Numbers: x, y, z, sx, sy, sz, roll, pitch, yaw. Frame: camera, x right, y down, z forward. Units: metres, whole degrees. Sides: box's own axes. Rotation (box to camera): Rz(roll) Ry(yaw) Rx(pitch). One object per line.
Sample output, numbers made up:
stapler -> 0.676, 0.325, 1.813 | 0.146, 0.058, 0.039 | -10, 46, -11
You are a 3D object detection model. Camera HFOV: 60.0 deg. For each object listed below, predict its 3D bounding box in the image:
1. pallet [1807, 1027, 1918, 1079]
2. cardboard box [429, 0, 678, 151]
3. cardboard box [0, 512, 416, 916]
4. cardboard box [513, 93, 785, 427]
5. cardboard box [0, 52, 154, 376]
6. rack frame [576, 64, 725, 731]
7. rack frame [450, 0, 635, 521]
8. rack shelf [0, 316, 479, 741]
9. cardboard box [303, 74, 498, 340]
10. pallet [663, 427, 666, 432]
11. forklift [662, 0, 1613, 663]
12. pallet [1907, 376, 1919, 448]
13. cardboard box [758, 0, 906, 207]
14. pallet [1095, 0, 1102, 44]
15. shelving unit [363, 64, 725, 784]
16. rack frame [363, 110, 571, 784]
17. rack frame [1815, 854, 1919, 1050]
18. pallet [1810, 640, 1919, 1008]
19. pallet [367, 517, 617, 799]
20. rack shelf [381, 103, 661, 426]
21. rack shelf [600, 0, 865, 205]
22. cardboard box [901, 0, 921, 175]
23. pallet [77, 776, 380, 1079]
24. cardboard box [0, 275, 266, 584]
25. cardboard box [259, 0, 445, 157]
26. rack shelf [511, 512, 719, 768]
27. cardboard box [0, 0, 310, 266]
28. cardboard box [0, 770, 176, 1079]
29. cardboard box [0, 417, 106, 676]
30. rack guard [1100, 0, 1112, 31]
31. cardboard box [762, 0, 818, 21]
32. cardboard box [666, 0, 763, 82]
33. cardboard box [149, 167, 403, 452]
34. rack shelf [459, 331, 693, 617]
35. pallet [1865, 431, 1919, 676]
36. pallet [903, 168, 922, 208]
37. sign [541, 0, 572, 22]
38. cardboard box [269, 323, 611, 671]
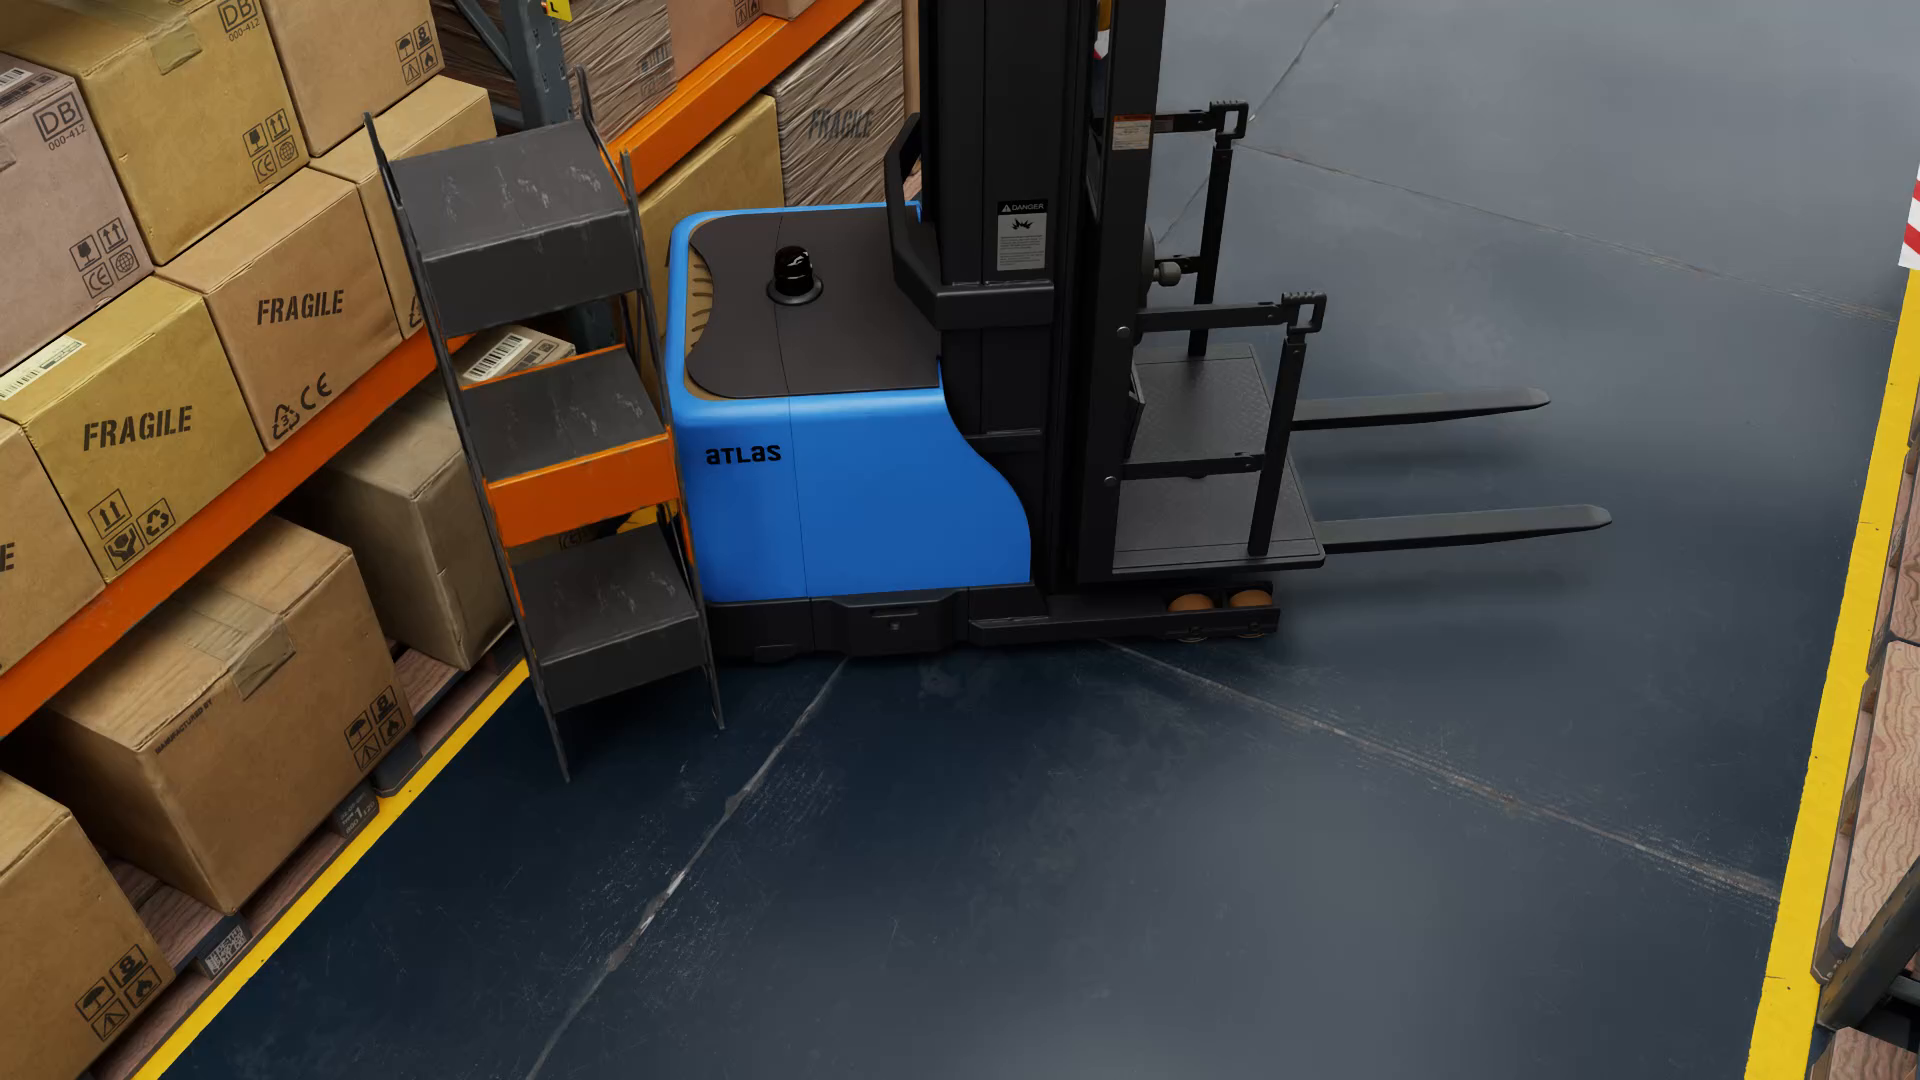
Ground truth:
pallet -> 2.407, 1.846, 3.777 | 1.003, 0.211, 1.213 | 20, 49, 19
cardboard box -> -1.419, -1.616, 5.133 | 0.875, 0.550, 0.550 | 20, 49, 19
cardboard box -> -2.239, 0.344, 4.588 | 1.050, 0.750, 0.750 | 20, 49, 19
cardboard box -> -1.226, -1.101, 5.927 | 0.875, 0.875, 0.875 | 21, 49, 20
cardboard box -> -2.277, -0.756, 3.615 | 0.700, 0.500, 0.500 | 21, 49, 19
rack frame -> -0.812, -0.258, 4.513 | 0.015, 2.100, 0.400 | -18, 50, -16
rack frame -> -1.580, -1.327, 4.952 | 1.000, 3.000, 0.127 | 20, 49, 19
rack shelf -> -2.508, 0.186, 3.963 | 1.077, 0.370, 4.000 | 20, 49, 19
cardboard box -> -1.585, -0.945, 4.505 | 0.500, 0.500, 0.500 | 20, 49, 19
pallet -> -1.157, -0.800, 6.392 | 1.003, 0.211, 1.213 | 20, 49, 19
forklift -> 0.621, -1.071, 4.748 | 3.031, 2.935, 1.130 | -4, 45, -4
pallet -> 4.180, -0.617, 6.212 | 1.003, 0.211, 1.213 | 20, 49, 19
cardboard box -> -0.811, -1.670, 6.490 | 0.875, 0.875, 0.875 | 21, 49, 19
pallet -> -0.025, -2.337, 7.911 | 1.003, 0.211, 1.213 | 20, 49, 19
shelving unit -> -1.035, -0.187, 4.445 | 0.503, 2.100, 0.431 | -18, 50, -16
rack frame -> -1.258, -0.115, 4.378 | 0.015, 2.100, 0.400 | -18, 50, -16
rack frame -> 2.767, 0.375, 3.271 | 1.000, 3.000, 0.127 | 20, 49, 19
pallet -> 3.047, 0.920, 4.692 | 1.003, 0.211, 1.213 | 20, 49, 19
pallet -> -1.871, 0.164, 5.439 | 1.003, 0.211, 1.213 | 20, 49, 19
rack shelf -> -1.032, -0.653, 3.942 | 0.480, 0.518, 0.431 | -18, 50, -16
rack shelf -> -0.651, -2.334, 6.453 | 1.077, 0.370, 4.000 | 20, 49, 19
cardboard box -> -0.386, -2.243, 7.057 | 0.875, 0.875, 0.875 | 20, 49, 18
pallet -> -2.436, 0.936, 4.677 | 1.003, 0.211, 1.213 | 20, 49, 19
cardboard box -> -2.054, -0.308, 3.875 | 0.500, 0.500, 0.500 | 21, 49, 19
cardboard box -> -1.805, -1.399, 4.250 | 0.700, 0.500, 0.500 | 20, 49, 18
rack shelf -> -1.038, 0.299, 4.969 | 0.480, 0.518, 0.431 | -18, 50, -16
cardboard box -> -2.042, -1.074, 3.929 | 0.700, 0.500, 0.500 | 20, 49, 18
cardboard box -> -2.671, 0.931, 4.008 | 1.050, 0.750, 0.750 | 21, 49, 20
cardboard box -> -2.288, 0.012, 3.559 | 0.500, 0.500, 0.500 | 20, 49, 19
rack guard -> 0.288, -2.983, 8.347 | 1.175, 0.500, 0.348 | 20, 49, 19
cardboard box -> -0.829, -2.271, 5.780 | 0.875, 0.550, 0.550 | 20, 49, 19
cardboard box -> -1.184, -1.970, 5.482 | 0.875, 0.550, 0.550 | 20, 49, 19
cardboard box -> -1.820, -0.627, 4.190 | 0.500, 0.500, 0.500 | 20, 49, 19
rack shelf -> -1.035, -0.177, 4.455 | 0.480, 0.518, 0.431 | -18, 50, -16
pallet -> 3.612, 0.149, 5.455 | 1.003, 0.211, 1.213 | 20, 49, 19
pallet -> -0.592, -1.571, 7.154 | 1.003, 0.211, 1.213 | 20, 49, 19
sign -> -1.094, -1.533, 4.398 | 0.100, 0.325, 0.005 | 20, 49, 19
cardboard box -> -1.788, -0.263, 5.187 | 1.050, 0.750, 0.750 | 20, 49, 19
